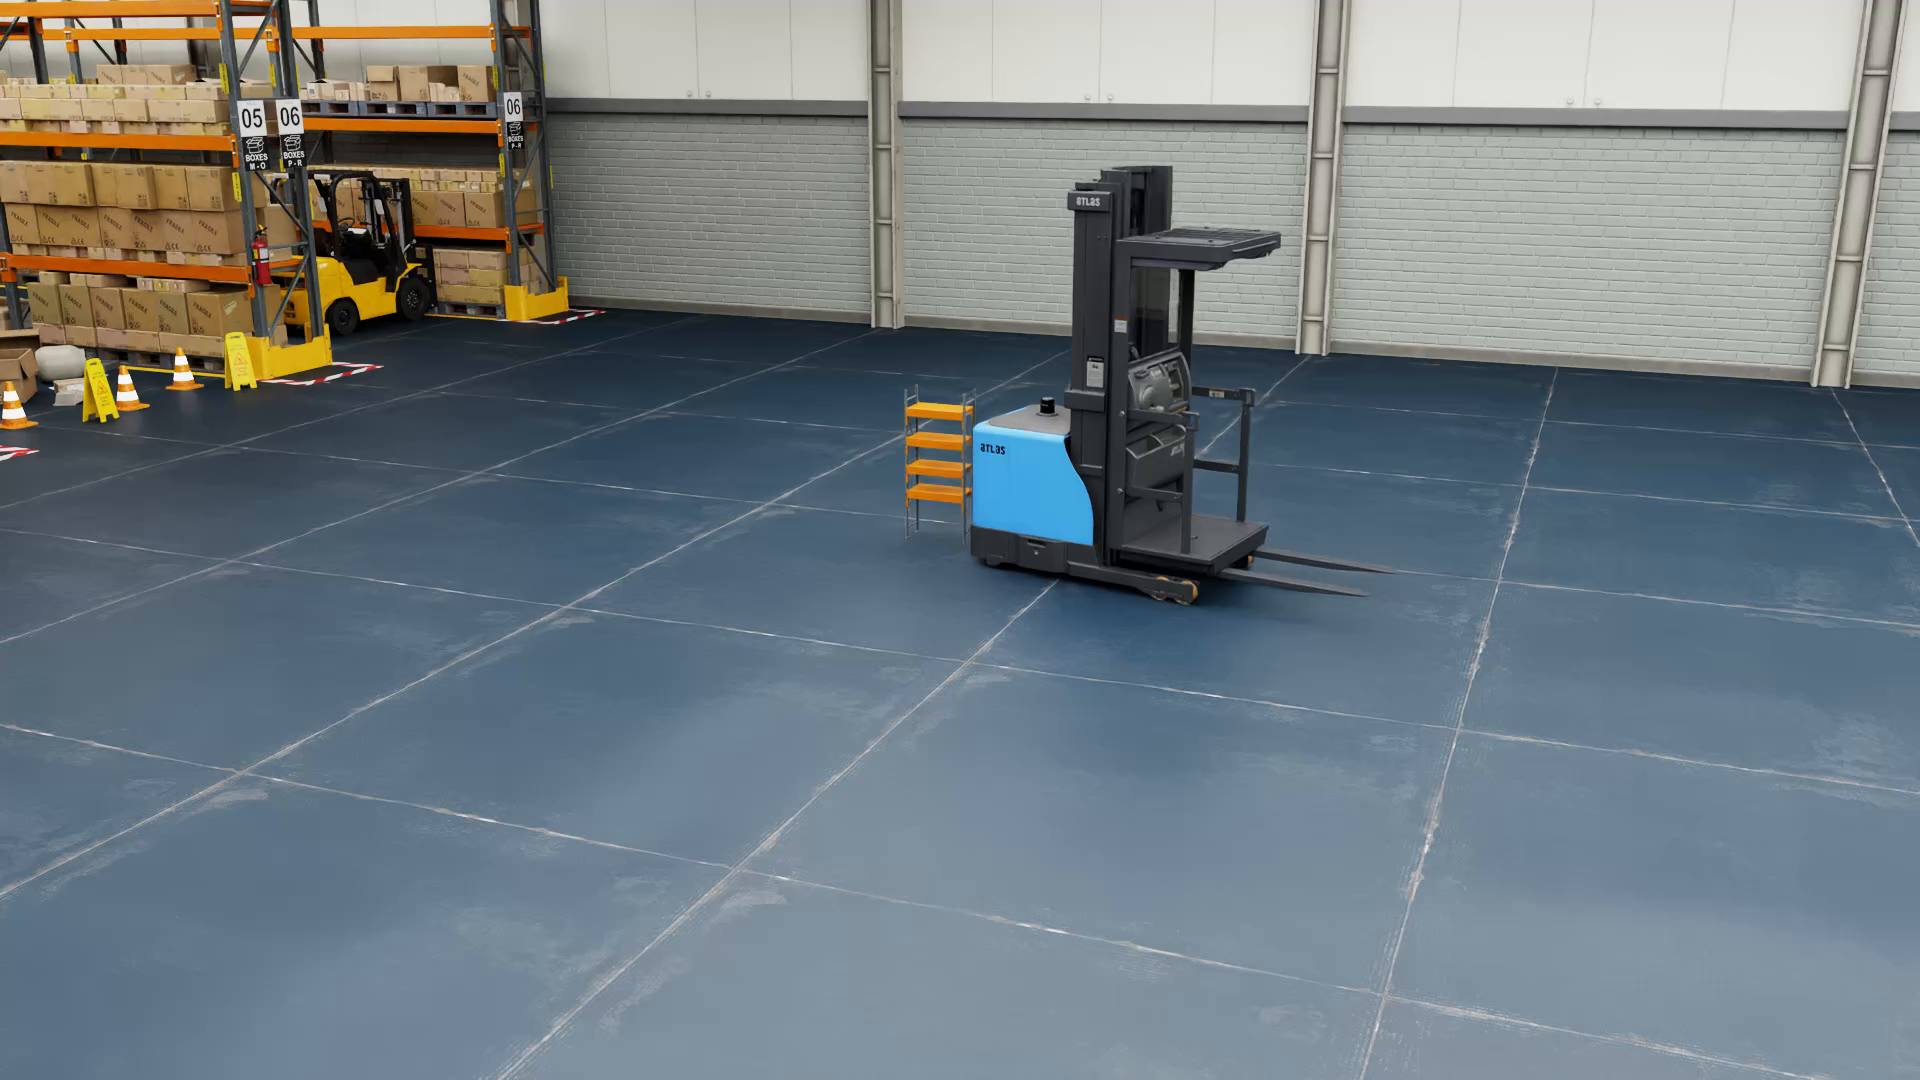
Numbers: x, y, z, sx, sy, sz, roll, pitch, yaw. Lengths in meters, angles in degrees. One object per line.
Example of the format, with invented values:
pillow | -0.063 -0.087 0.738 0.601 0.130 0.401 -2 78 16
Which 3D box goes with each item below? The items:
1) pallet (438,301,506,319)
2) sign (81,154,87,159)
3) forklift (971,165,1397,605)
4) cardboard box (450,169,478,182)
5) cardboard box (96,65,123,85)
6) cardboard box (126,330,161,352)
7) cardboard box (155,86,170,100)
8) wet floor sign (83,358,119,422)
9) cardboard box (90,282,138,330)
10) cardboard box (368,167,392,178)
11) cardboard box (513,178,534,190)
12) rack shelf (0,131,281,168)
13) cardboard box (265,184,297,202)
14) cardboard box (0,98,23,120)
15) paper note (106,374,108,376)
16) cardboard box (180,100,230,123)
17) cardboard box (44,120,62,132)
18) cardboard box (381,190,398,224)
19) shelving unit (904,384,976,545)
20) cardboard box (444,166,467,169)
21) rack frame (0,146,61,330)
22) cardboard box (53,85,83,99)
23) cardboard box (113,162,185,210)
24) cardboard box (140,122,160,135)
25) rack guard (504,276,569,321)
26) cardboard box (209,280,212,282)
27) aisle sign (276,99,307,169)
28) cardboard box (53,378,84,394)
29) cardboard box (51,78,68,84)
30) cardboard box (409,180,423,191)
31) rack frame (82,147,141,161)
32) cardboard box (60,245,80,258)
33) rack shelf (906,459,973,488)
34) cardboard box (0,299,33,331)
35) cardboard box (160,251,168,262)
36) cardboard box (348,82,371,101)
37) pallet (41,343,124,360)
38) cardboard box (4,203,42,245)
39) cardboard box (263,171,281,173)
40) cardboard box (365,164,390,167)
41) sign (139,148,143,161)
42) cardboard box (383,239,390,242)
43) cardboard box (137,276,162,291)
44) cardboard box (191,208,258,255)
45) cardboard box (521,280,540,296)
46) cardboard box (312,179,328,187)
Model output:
pallet | -7.011 -3.514 24.898 1.213 0.211 1.003 6 17 21
sign | -13.917 -5.980 26.458 0.005 0.325 0.100 6 17 21
forklift | 1.602 -1.124 11.789 3.031 2.935 1.130 10 19 31
cardboard box | -7.189 -5.307 24.197 0.250 0.149 0.380 7 17 22
cardboard box | -13.142 -7.205 26.119 0.500 0.500 0.500 6 17 21
cardboard box | -9.921 -2.499 20.580 0.500 0.250 0.500 6 17 19
cardboard box | -9.212 -5.256 19.537 0.250 0.149 0.380 6 17 21
wet floor sign | -9.071 -1.583 17.471 0.232 0.644 0.267 3 17 11
cardboard box | -10.390 -2.913 20.660 0.500 0.500 0.500 7 18 24
cardboard box | -8.590 -5.476 24.780 0.250 0.149 0.380 6 17 20
cardboard box | -6.505 -5.247 24.524 0.250 0.149 0.380 6 17 19
rack shelf | -9.963 -4.797 20.228 4.000 0.370 1.077 6 17 21
cardboard box | -10.556 -5.347 25.583 0.500 0.250 0.500 6 17 19
cardboard box | -11.515 -5.302 20.413 0.500 0.250 0.500 6 17 19
paper note | -10.296 -1.973 19.915 0.148 0.019 0.142 0 16 1
cardboard box | -8.677 -4.991 19.342 0.500 0.250 0.500 6 17 20
cardboard box | -10.911 -5.057 20.284 0.250 0.149 0.380 7 18 22
cardboard box | -8.266 -4.972 24.741 0.500 0.500 0.500 6 17 21
shelving unit | -0.154 -0.593 13.065 0.503 1.200 0.258 6 17 21
cardboard box | -7.480 -5.486 24.814 0.250 0.149 0.380 7 18 22
rack frame | -11.823 -3.907 21.251 0.127 3.000 1.000 6 17 21
cardboard box | -10.671 -5.398 20.029 0.250 0.149 0.380 6 17 19
cardboard box | -9.638 -4.244 19.905 0.500 0.500 0.700 6 17 20
cardboard box | -9.475 -4.891 19.711 0.250 0.149 0.380 6 17 20
rack guard | -6.262 -3.583 24.617 0.348 0.500 1.175 6 17 21
cardboard box | -9.725 -3.001 20.965 0.500 0.500 0.500 7 17 22
aisle sign | -7.931 -4.820 19.734 0.004 0.787 0.394 6 17 21
cardboard box | -10.062 -1.739 18.896 0.380 0.149 0.250 -12 20 -37
cardboard box | -14.361 -7.319 26.646 0.250 0.149 0.380 6 17 19
cardboard box | -7.912 -5.233 24.475 0.250 0.149 0.380 6 17 21
rack frame | -13.727 -5.604 27.096 0.127 3.000 1.000 6 17 21
cardboard box | -10.918 -3.605 20.661 0.250 0.149 0.380 7 18 22
rack shelf | -0.154 -0.529 13.083 0.480 0.148 0.258 6 17 21
cardboard box | -12.312 -2.900 21.741 0.625 0.372 0.950 7 17 21
cardboard box | -9.473 -3.470 20.196 0.250 0.149 0.380 7 17 21
cardboard box | -8.736 -6.590 24.421 0.258 0.266 0.396 6 17 19
pallet | -11.186 -2.508 21.435 1.213 0.211 1.003 6 17 21
cardboard box | -11.516 -3.980 20.792 0.500 0.500 0.500 6 17 20
cardboard box | -10.716 -5.713 26.128 0.250 0.149 0.380 6 17 20
cardboard box | -8.873 -5.673 25.459 0.250 0.149 0.380 6 17 20
sign | -13.526 -6.304 27.432 0.005 0.325 0.100 6 17 21
cardboard box | -9.000 -4.508 25.706 0.500 0.250 0.500 6 17 20
cardboard box | -9.787 -3.139 20.276 0.250 0.149 0.380 7 18 23
cardboard box | -8.708 -3.673 19.731 0.500 0.500 0.500 6 17 20
cardboard box | -6.670 -3.768 24.950 0.500 0.250 0.500 6 17 21
cardboard box | -9.564 -5.427 25.145 0.250 0.149 0.380 7 17 22
